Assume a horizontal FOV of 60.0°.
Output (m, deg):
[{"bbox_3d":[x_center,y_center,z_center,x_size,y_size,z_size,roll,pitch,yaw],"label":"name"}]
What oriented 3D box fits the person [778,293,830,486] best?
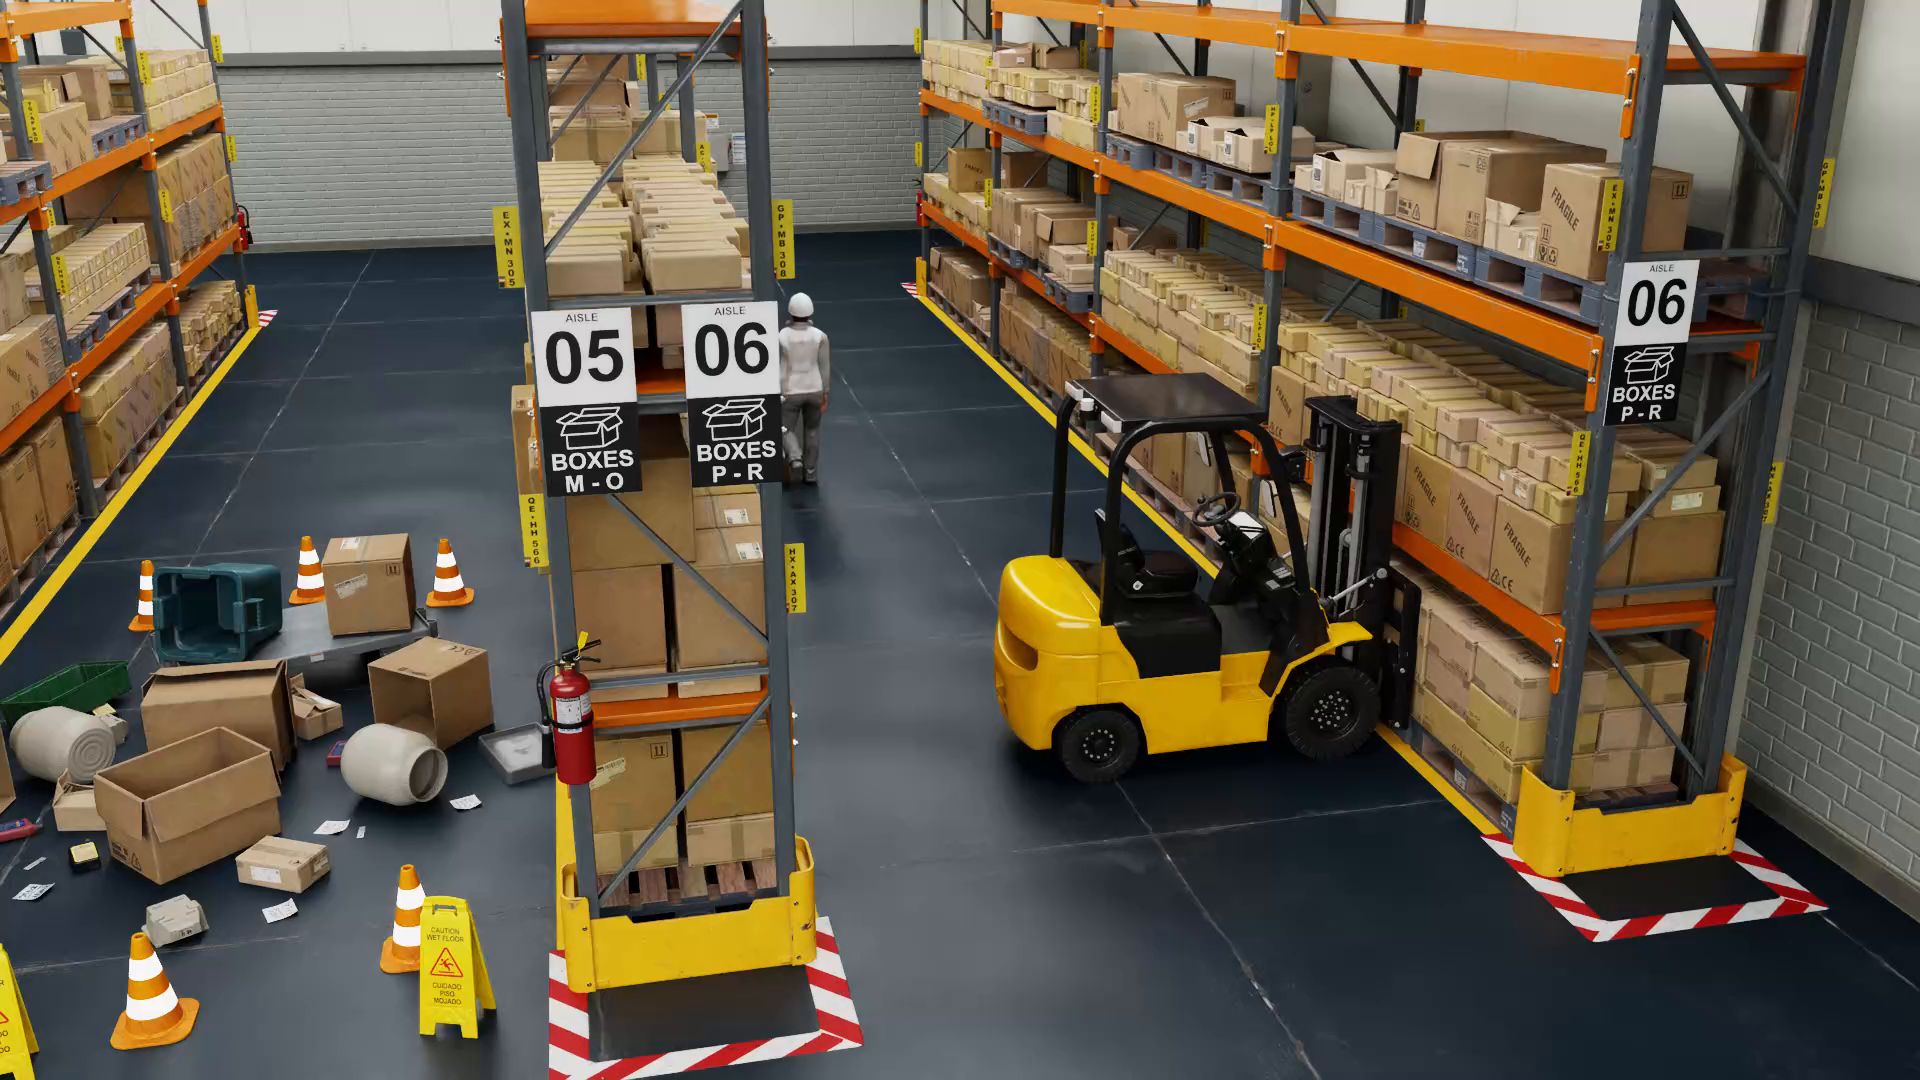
[{"bbox_3d":[-1.415,-1.319,14.723,0.536,1.748,0.736,-4,20,-11],"label":"person"}]
